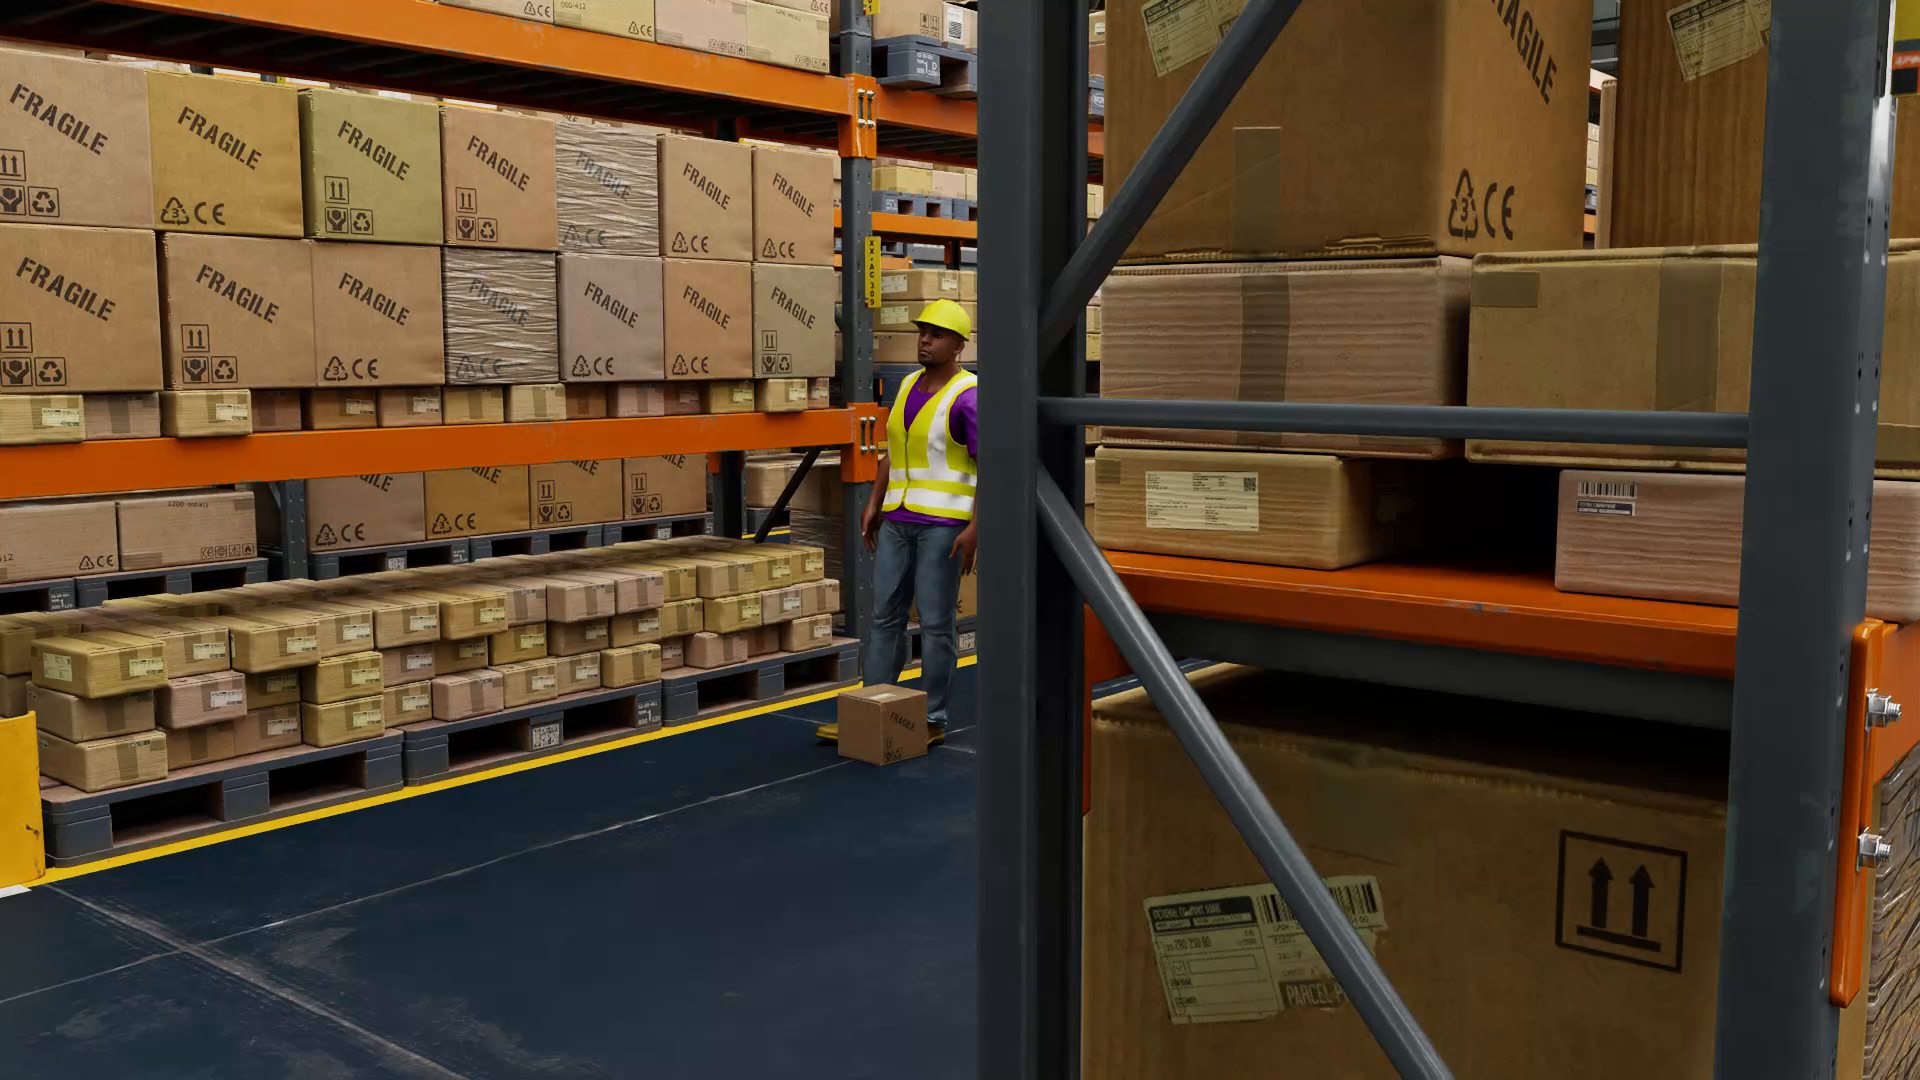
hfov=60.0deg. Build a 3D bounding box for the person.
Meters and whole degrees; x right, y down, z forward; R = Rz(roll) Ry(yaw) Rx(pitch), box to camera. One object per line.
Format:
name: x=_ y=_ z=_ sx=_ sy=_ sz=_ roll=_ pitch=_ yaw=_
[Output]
person: x=-0.181 y=-0.061 z=6.568 sx=0.574 sy=1.769 sz=0.665 roll=-6 pitch=9 yaw=-44
